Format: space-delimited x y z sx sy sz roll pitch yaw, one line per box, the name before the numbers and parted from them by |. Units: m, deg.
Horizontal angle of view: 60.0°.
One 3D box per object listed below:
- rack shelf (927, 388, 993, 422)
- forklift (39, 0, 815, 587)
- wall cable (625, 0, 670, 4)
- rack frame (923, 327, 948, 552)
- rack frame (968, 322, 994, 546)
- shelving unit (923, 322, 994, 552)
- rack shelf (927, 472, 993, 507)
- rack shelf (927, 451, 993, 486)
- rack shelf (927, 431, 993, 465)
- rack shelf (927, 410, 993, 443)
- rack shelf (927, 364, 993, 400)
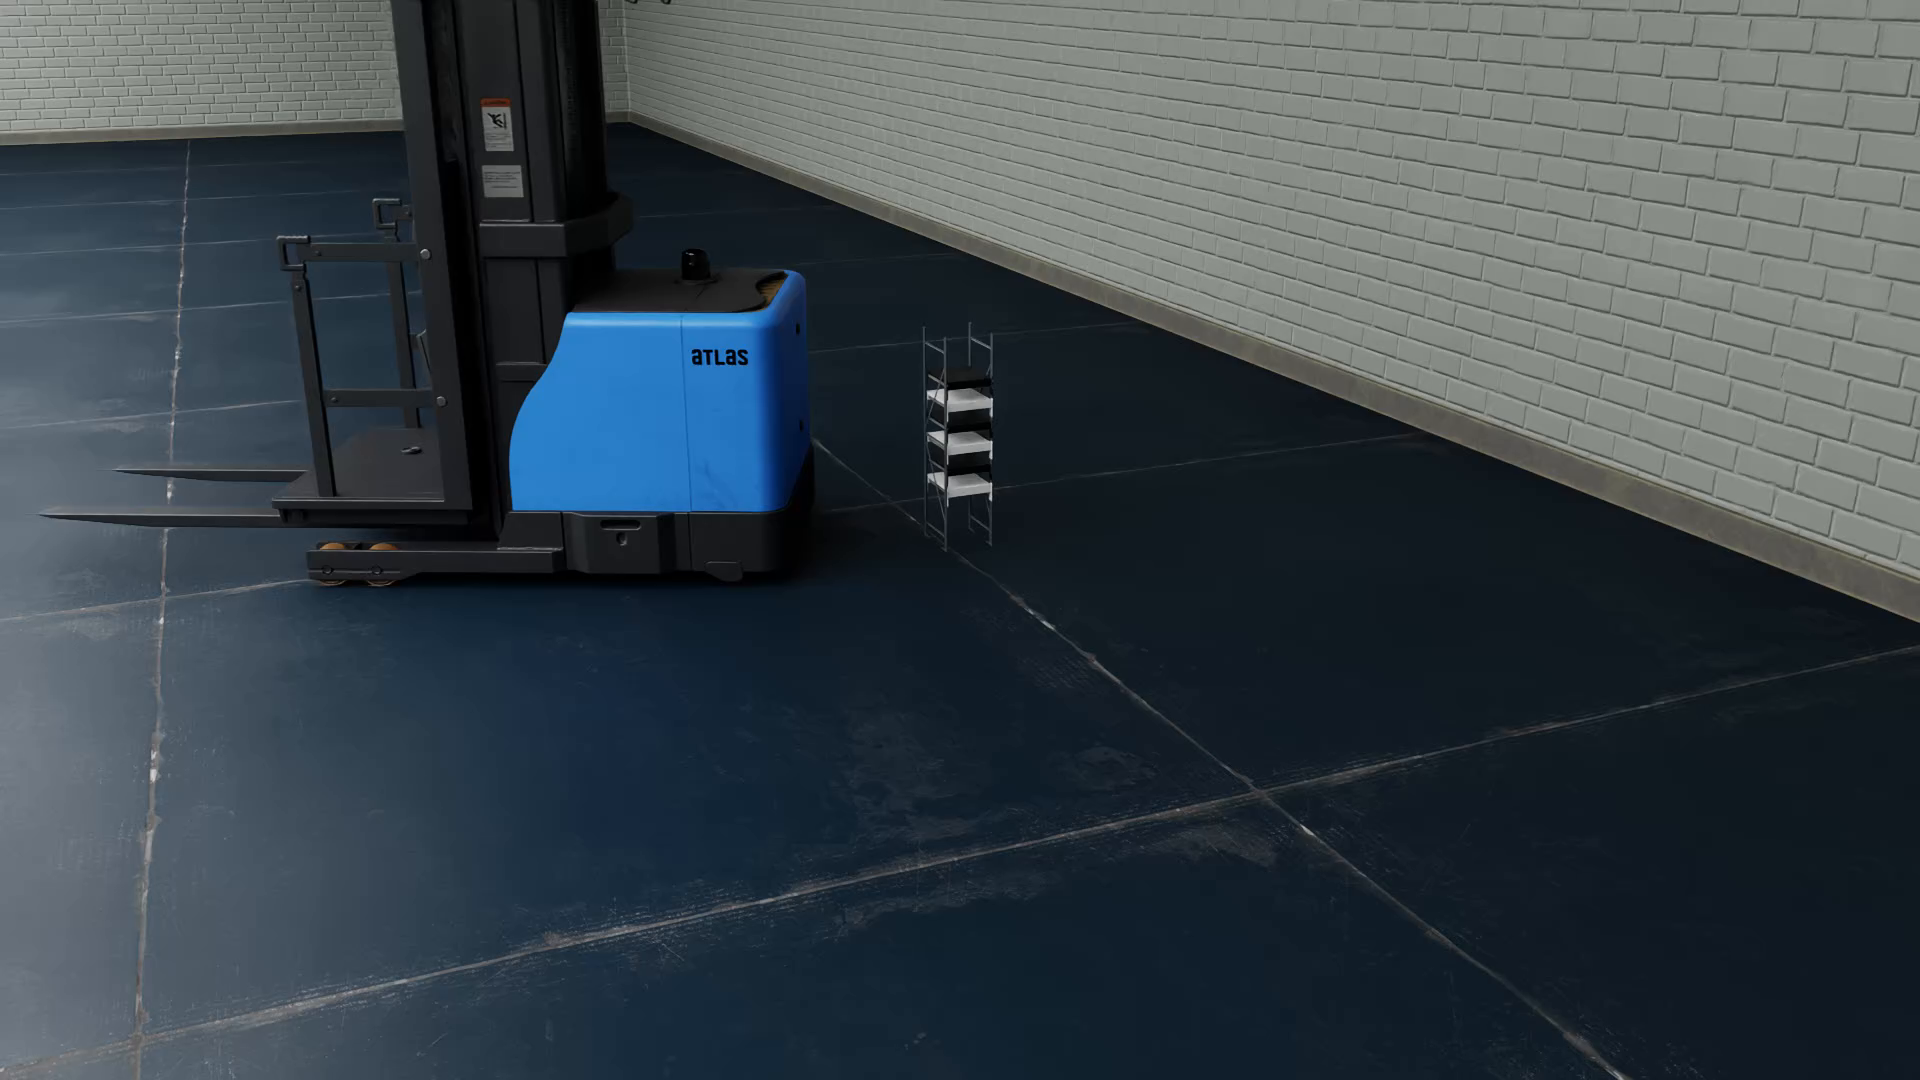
rack shelf | -0.007 -0.562 6.821 0.200 0.077 0.258 -8 21 -22
forklift | -2.164 -1.375 6.514 3.031 2.935 1.130 0 19 1
wall cable | -4.334 -8.520 22.346 0.112 2.526 3.097 -8 21 -22
rack frame | -0.101 -0.410 6.832 0.006 0.900 0.240 -8 21 -22
rack frame | 0.086 -0.437 6.908 0.006 0.900 0.240 -8 21 -22
shelving unit | -0.007 -0.423 6.870 0.210 0.900 0.258 -8 21 -22
rack shelf | -0.007 -0.222 6.940 0.200 0.077 0.258 -8 21 -22
rack shelf | -0.007 -0.307 6.911 0.200 0.077 0.258 -8 21 -22
rack shelf | -0.007 -0.392 6.881 0.200 0.077 0.258 -8 21 -22
rack shelf | -0.007 -0.477 6.851 0.200 0.077 0.258 -8 21 -22
rack shelf | -0.007 -0.647 6.791 0.200 0.077 0.258 -8 21 -22
